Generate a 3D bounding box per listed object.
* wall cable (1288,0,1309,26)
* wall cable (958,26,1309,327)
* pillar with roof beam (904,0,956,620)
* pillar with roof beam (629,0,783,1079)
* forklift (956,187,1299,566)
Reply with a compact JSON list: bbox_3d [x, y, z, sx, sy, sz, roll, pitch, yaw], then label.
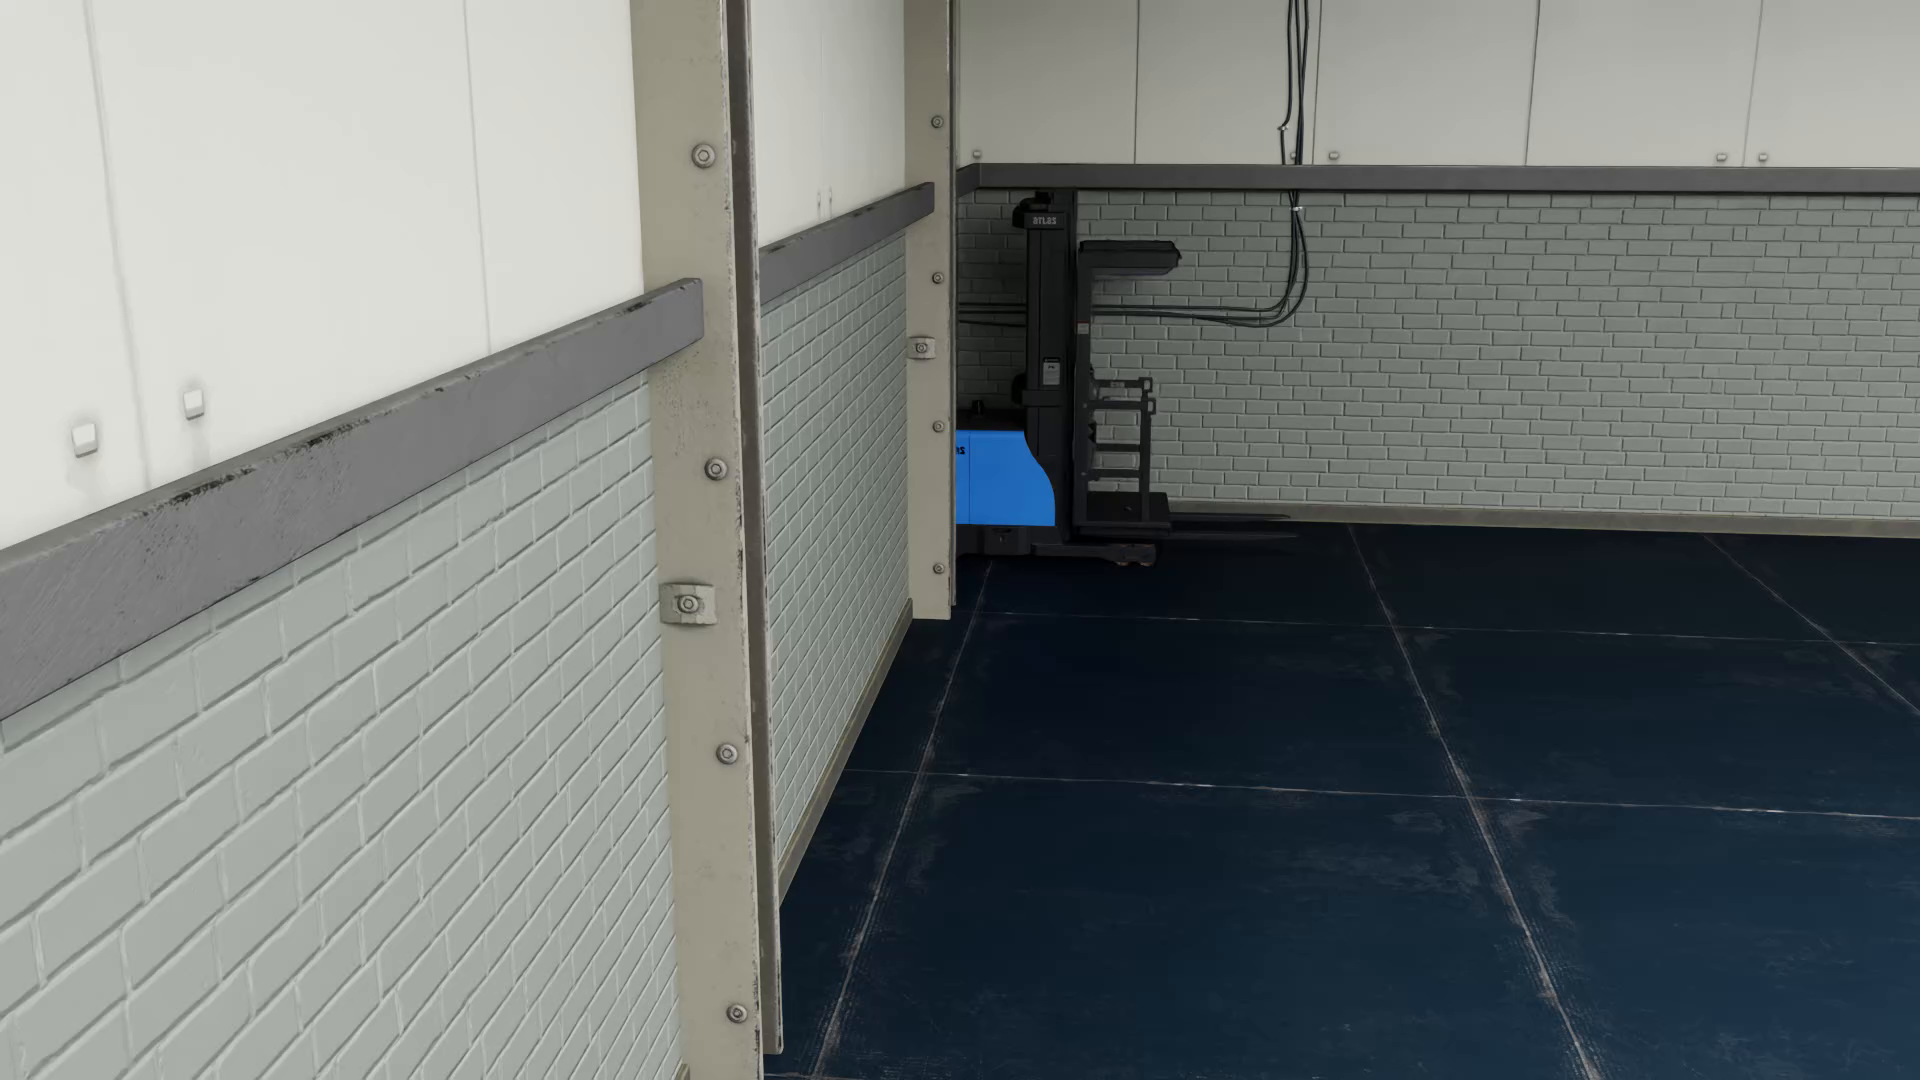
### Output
[{"bbox_3d":[4.130,-5.409,13.200,3.097,2.526,0.112,2,15,6],"label":"wall cable"},{"bbox_3d":[1.442,-3.051,14.154,3.097,2.526,0.112,2,15,6],"label":"wall cable"},{"bbox_3d":[4.073,-3.698,10.598,9.100,9.000,0.400,2,15,6],"label":"pillar with roof beam"},{"bbox_3d":[3.396,-2.142,4.843,9.100,9.000,0.400,2,15,6],"label":"pillar with roof beam"},{"bbox_3d":[1.258,-1.350,13.538,3.031,2.935,1.130,1,15,5],"label":"forklift"}]
